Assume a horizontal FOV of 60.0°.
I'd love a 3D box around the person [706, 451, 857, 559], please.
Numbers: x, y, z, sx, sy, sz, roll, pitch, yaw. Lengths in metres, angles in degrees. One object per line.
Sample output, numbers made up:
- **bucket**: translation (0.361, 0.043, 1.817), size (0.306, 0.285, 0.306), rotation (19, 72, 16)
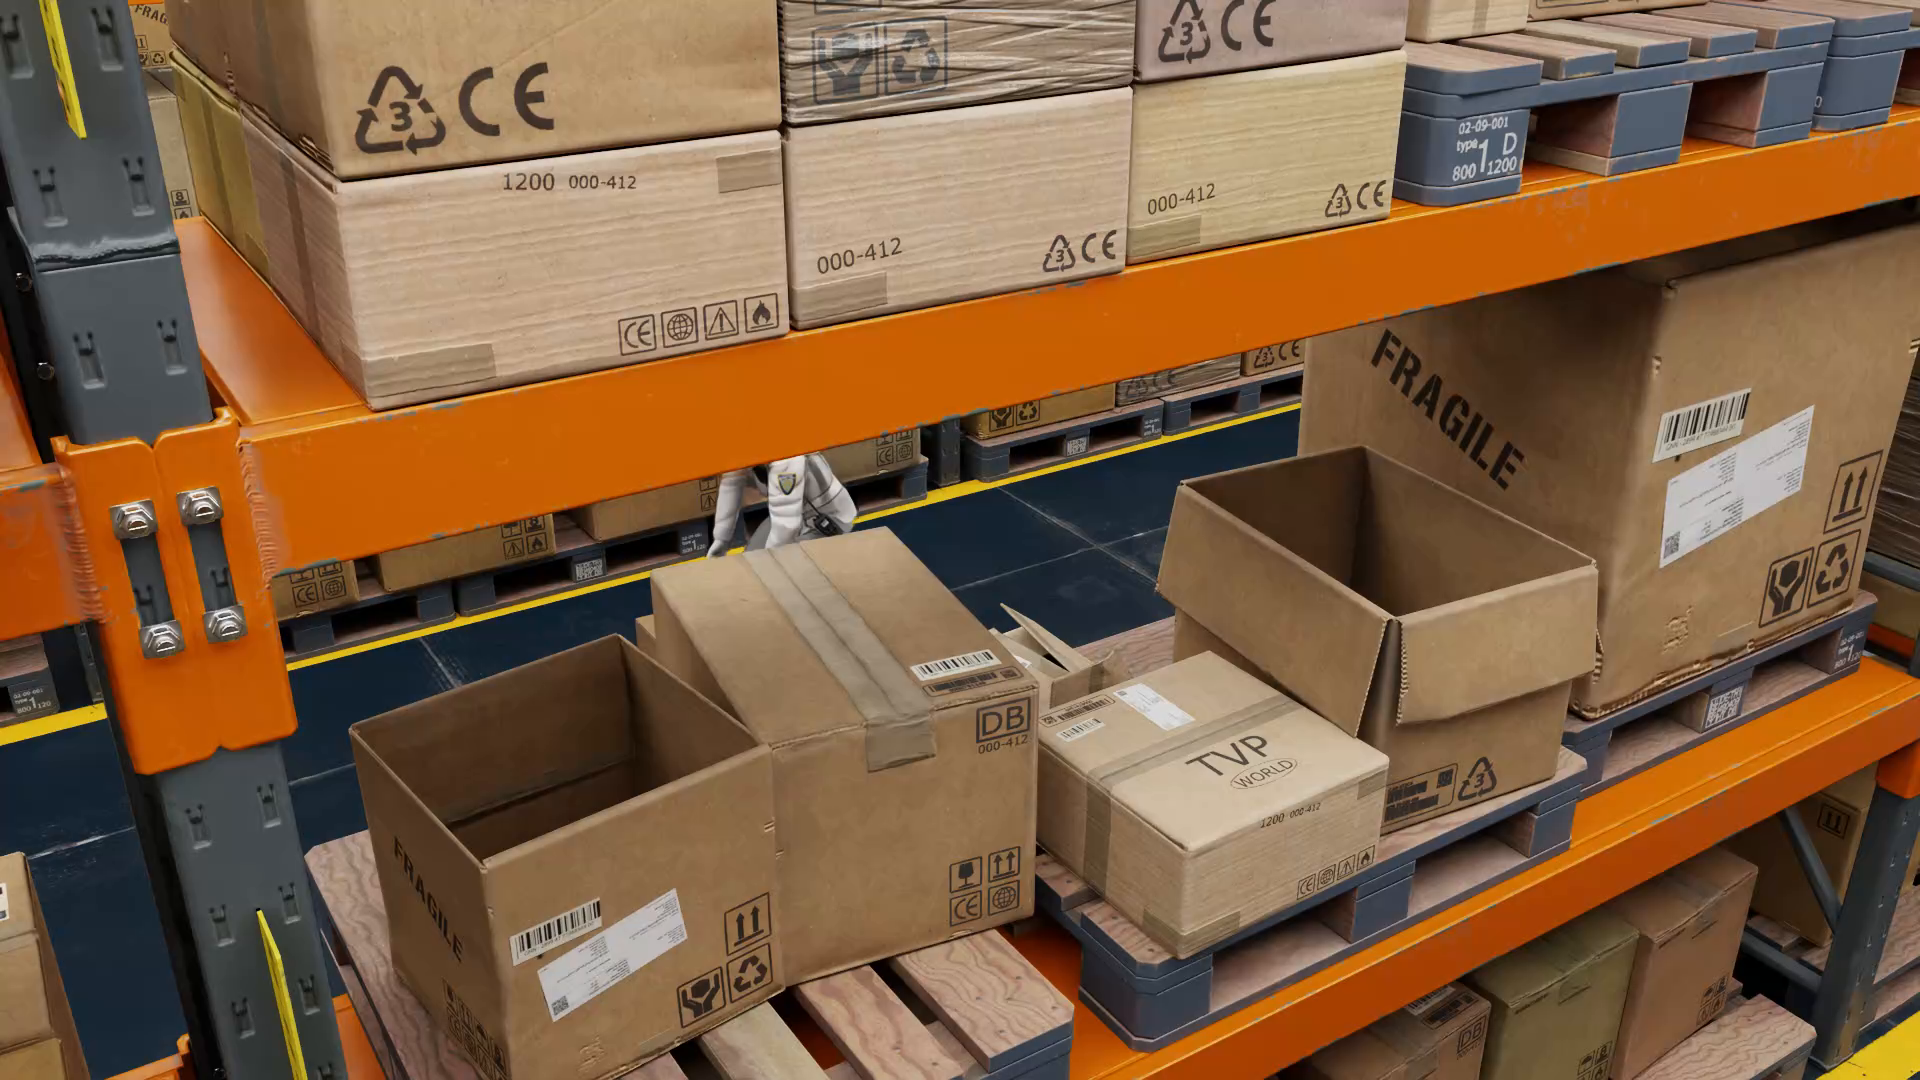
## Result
- **person**: translation (-0.715, -0.005, 6.404), size (0.673, 1.430, 0.534), rotation (-15, 29, -29)
